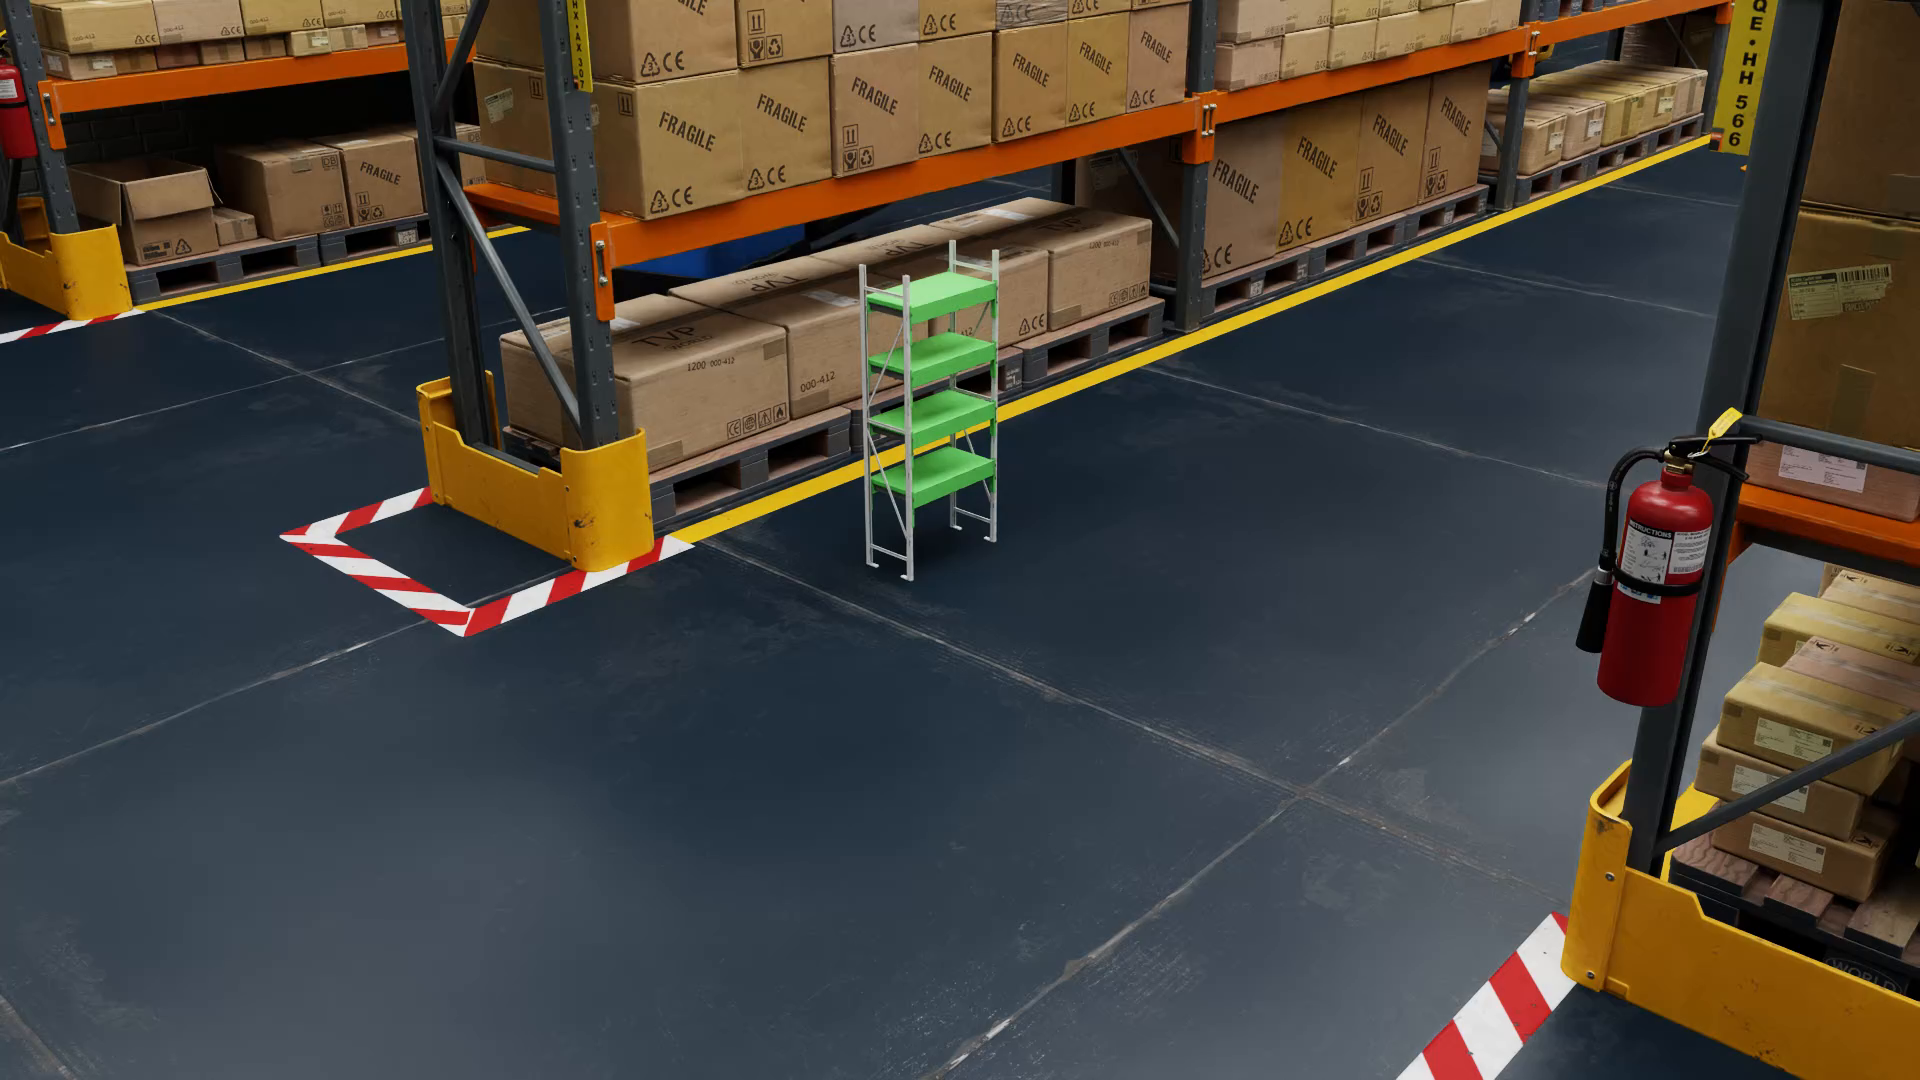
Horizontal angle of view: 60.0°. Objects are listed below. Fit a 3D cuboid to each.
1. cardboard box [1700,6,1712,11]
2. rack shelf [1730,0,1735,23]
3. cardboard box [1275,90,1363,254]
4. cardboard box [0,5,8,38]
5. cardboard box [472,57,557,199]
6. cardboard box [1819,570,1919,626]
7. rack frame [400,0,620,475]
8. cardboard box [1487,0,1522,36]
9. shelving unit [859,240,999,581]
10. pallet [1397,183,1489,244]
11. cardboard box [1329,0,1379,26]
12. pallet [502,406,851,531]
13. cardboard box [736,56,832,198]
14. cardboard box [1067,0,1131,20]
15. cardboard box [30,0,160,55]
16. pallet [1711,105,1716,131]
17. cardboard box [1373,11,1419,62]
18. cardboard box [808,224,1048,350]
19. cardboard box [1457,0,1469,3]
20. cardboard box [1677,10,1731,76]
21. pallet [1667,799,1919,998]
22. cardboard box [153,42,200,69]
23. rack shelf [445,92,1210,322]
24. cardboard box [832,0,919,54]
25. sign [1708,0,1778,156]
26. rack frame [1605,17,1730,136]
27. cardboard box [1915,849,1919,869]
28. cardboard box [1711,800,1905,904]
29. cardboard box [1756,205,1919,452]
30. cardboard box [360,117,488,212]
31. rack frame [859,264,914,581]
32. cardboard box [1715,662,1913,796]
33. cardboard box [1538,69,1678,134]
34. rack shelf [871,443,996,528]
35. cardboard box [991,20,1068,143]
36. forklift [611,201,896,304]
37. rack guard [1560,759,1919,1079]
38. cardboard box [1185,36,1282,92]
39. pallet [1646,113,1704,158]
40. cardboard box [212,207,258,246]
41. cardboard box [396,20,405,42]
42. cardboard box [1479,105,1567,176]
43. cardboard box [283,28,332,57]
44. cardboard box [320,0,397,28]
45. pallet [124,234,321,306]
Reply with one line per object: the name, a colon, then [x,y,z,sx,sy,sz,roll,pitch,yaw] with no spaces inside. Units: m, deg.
cardboard box: [6.809,-4.794,15.708,0.500,0.500,0.500,21,31,38]
rack shelf: [7.611,-5.387,15.978,1.077,0.370,4.000,20,31,38]
cardboard box: [1.888,-2.379,10.473,0.875,0.875,0.875,21,32,39]
cardboard box: [-5.322,-3.084,9.782,0.500,0.250,0.500,21,32,39]
cardboard box: [-1.608,-1.715,6.787,0.500,0.500,0.500,20,31,38]
cardboard box: [2.694,0.242,4.788,0.380,0.149,0.250,19,30,36]
rack frame: [-1.733,-1.450,6.318,1.000,3.000,0.127,20,31,38]
cardboard box: [3.462,-3.594,11.283,0.500,0.250,0.500,19,30,36]
shelving unit: [-0.110,-0.497,6.392,0.258,1.200,0.503,20,31,38]
pallet: [3.024,-2.396,11.835,1.003,0.211,1.213,20,31,38]
cardboard box: [2.124,-3.199,9.790,0.500,0.250,0.500,21,31,38]
pallet: [-1.257,-0.443,7.480,1.003,0.211,1.213,20,31,38]
cardboard box: [-0.882,-1.725,6.810,0.500,0.500,0.500,20,31,37]
cardboard box: [0.483,-2.799,7.982,0.500,0.500,0.500,20,31,37]
cardboard box: [-4.928,-2.936,9.452,0.500,0.250,0.500,20,31,38]
pallet: [6.698,-4.048,15.521,1.003,0.211,1.213,20,31,38]
cardboard box: [2.466,-3.122,10.230,0.500,0.250,0.500,20,31,37]
cardboard box: [-0.159,-1.256,8.504,0.875,0.438,0.875,19,30,36]
cardboard box: [3.133,-3.673,10.848,0.500,0.250,0.500,19,30,36]
cardboard box: [6.871,-4.491,15.032,0.500,0.500,0.500,22,32,40]
pallet: [2.640,0.882,4.525,1.003,0.211,1.213,20,31,38]
cardboard box: [-4.723,-2.895,9.847,0.380,0.149,0.250,20,31,37]
rack shelf: [-0.398,-1.731,7.824,1.077,0.370,4.000,20,31,38]
cardboard box: [-0.523,-2.339,6.956,0.500,0.500,0.500,20,31,37]
sign: [1.621,-0.960,3.422,0.100,0.325,0.005,20,31,38]
rack frame: [6.276,-5.106,14.472,1.000,3.000,0.127,20,31,38]
cardboard box: [2.562,0.755,4.008,0.380,0.149,0.250,22,32,40]
cardboard box: [2.217,0.763,4.354,0.380,0.149,0.250,21,31,38]
cardboard box: [2.129,-0.518,3.753,0.500,0.500,0.500,21,32,39]
cardboard box: [-3.660,-2.582,11.384,0.700,0.500,0.500,19,30,36]
rack frame: [-0.273,-0.423,6.226,0.240,1.200,0.015,20,31,38]
cardboard box: [2.186,0.478,4.262,0.380,0.149,0.250,21,31,38]
cardboard box: [5.451,-3.718,14.075,0.625,0.372,0.950,-22,32,-40]
rack shelf: [-0.110,-0.220,6.516,0.258,0.148,0.480,20,31,38]
cardboard box: [0.154,-2.188,7.841,0.500,0.500,0.500,20,31,37]
forklift: [-1.228,-3.138,10.167,1.130,2.935,3.031,10,26,21]
rack guard: [2.072,0.988,3.935,1.175,0.500,0.348,20,31,38]
cardboard box: [1.427,-2.662,9.205,0.500,0.250,0.500,19,31,36]
pallet: [5.758,-3.596,14.513,1.003,0.211,1.213,20,31,38]
cardboard box: [-4.640,-1.974,10.459,0.380,0.149,0.250,19,30,36]
cardboard box: [-3.700,-3.365,10.896,0.380,0.149,0.250,21,31,38]
cardboard box: [3.991,-3.050,12.584,0.950,0.372,0.625,18,30,34]
cardboard box: [-4.111,-3.094,10.291,0.380,0.149,0.250,19,30,36]
cardboard box: [-3.930,-3.407,10.502,0.500,0.250,0.500,19,30,36]
pallet: [-4.849,-1.798,10.503,1.003,0.211,1.213,20,31,38]
